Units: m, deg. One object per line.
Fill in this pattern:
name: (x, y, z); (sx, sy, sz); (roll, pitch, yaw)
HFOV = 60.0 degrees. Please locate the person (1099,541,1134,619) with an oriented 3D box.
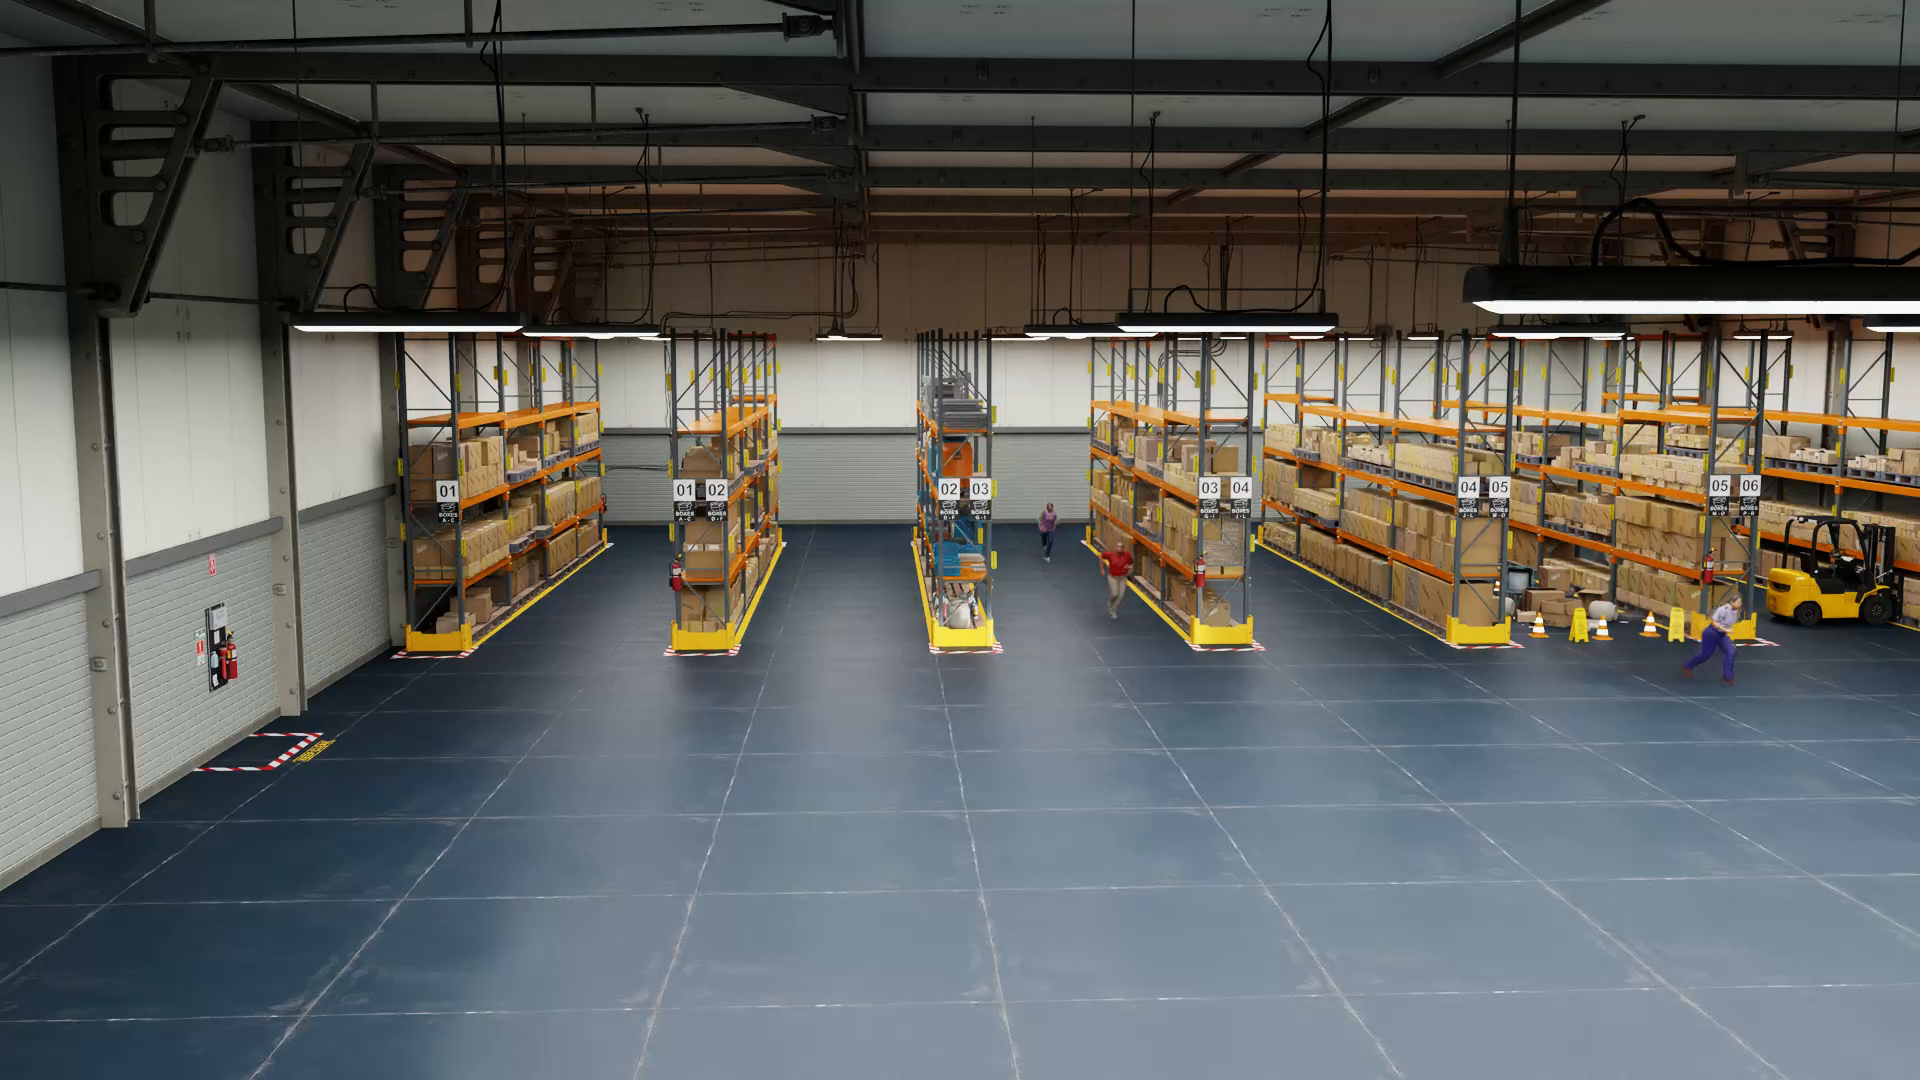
person: (3.237, 0.830, 34.231); (0.646, 1.650, 0.813); (-1, 7, -12)

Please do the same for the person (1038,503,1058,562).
person: (2.322, -0.224, 44.125); (0.552, 1.575, 0.768); (-1, 7, -6)

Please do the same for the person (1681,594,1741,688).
person: (12.708, 1.669, 28.106); (0.648, 1.612, 0.965); (-6, 9, -39)

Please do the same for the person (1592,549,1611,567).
person: (15.984, 0.018, 41.486); (0.534, 1.593, 0.890); (-1, 7, -11)
